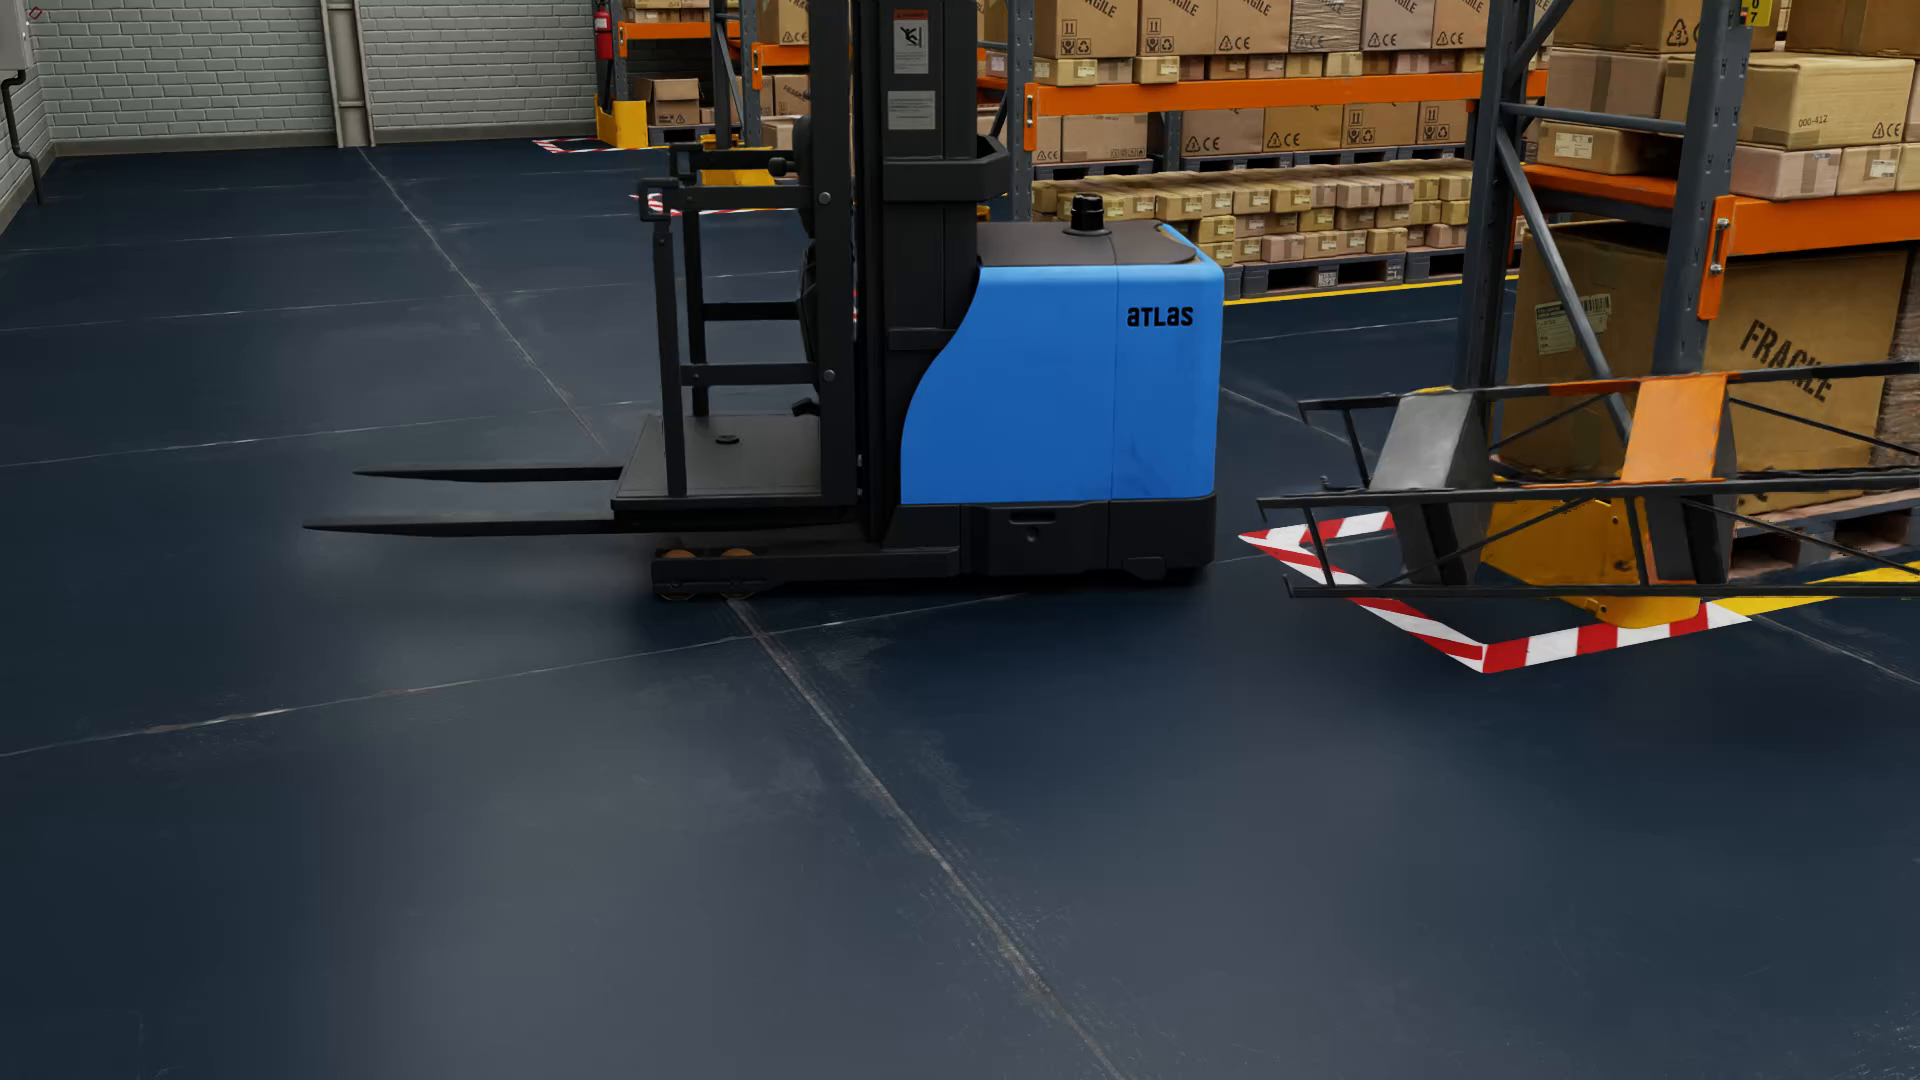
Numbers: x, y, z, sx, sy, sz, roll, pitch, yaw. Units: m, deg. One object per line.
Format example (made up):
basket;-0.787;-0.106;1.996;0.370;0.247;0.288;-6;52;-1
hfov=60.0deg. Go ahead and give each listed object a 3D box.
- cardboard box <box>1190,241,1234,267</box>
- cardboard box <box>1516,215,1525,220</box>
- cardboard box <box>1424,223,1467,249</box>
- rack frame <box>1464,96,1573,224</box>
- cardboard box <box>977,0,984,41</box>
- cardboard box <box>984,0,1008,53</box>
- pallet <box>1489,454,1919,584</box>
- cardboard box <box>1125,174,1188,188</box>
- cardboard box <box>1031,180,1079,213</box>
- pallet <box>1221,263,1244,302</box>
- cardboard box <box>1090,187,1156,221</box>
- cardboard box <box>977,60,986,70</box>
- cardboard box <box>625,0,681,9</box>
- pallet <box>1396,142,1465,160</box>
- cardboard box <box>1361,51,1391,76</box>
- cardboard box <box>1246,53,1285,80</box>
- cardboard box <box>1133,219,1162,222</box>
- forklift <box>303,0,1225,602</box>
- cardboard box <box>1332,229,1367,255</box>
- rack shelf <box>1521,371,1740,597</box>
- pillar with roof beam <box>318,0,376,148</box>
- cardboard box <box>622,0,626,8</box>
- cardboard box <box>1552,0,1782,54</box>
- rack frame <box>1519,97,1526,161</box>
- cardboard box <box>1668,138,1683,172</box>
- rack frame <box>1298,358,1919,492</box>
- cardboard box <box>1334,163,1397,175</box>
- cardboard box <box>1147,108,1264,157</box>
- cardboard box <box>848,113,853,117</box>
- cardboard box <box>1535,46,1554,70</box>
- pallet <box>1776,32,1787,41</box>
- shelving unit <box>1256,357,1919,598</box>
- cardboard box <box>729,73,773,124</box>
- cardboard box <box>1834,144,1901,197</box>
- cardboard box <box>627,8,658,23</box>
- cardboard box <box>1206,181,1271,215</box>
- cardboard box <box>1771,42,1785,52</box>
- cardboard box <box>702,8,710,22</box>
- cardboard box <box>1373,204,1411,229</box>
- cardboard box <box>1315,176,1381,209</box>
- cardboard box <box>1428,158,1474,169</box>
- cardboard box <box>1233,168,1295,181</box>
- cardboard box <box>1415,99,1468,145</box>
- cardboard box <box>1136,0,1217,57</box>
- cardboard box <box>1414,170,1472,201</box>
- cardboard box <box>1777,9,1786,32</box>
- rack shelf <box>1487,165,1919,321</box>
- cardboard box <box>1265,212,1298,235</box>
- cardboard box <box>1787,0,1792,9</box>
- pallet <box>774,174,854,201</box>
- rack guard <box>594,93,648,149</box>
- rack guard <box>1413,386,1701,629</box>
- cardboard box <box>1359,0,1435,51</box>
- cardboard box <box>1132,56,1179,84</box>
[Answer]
cardboard box;1.477;-1.777;10.212;0.250;0.149;0.380;-8;21;-21
cardboard box;3.667;-2.239;11.077;0.250;0.149;0.380;-8;21;-21
cardboard box;3.117;-2.019;10.899;0.250;0.149;0.380;-9;21;-24
rack frame;3.831;-3.384;11.116;0.127;3.000;1.000;-8;21;-22
cardboard box;0.040;-4.584;14.374;0.500;0.500;0.500;-7;21;-20
cardboard box;0.468;-3.183;9.946;0.500;0.500;0.500;-8;21;-21
pallet;2.733;-0.146;6.118;1.213;0.211;1.003;-8;21;-22
cardboard box;1.247;-2.242;10.637;0.250;0.149;0.380;-9;21;-24
cardboard box;0.543;-2.139;10.344;0.250;0.149;0.380;-8;21;-21
pallet;0.987;-1.648;10.386;1.213;0.211;1.003;-8;21;-22
cardboard box;0.979;-2.030;10.035;0.250;0.149;0.380;-8;21;-21
cardboard box;0.242;-5.684;19.804;0.250;0.149;0.380;-7;21;-19
cardboard box;-3.342;-5.914;18.080;0.500;0.250;0.500;-8;21;-22
pallet;4.696;-4.010;17.094;1.213;0.211;1.003;-8;21;-22
cardboard box;2.460;-2.984;10.358;0.250;0.149;0.380;-8;21;-23
cardboard box;1.751;-2.875;10.049;0.250;0.149;0.380;-9;21;-23
cardboard box;1.014;-1.861;10.003;0.250;0.149;0.380;-8;21;-22
forklift;-0.681;-1.363;5.479;3.031;2.935;1.130;-1;19;-4
cardboard box;2.389;-1.932;10.652;0.250;0.149;0.380;-8;21;-21
rack shelf;1.945;-0.156;4.751;0.518;0.431;0.480;-1;40;32
pillar with roof beam;-4.993;-7.304;13.217;0.400;9.000;9.100;-8;21;-22
cardboard box;-3.548;-6.078;18.546;0.500;0.250;0.500;-8;21;-20
cardboard box;2.373;-1.899;5.549;0.500;0.500;0.500;-8;21;-21
rack frame;5.450;-5.406;16.860;0.127;3.000;1.000;-8;21;-22
cardboard box;2.464;-1.395;5.847;0.250;0.149;0.380;-8;21;-21
rack frame;2.051;-0.316;4.902;2.100;0.400;0.015;-1;40;32
cardboard box;2.713;-2.428;11.166;0.250;0.149;0.380;-9;21;-23
cardboard box;2.315;-4.182;15.950;0.875;0.875;0.875;-7;21;-20
cardboard box;-0.492;-3.584;14.909;0.875;0.438;0.875;-8;21;-20
cardboard box;3.661;-3.156;10.848;0.250;0.149;0.380;-8;21;-23
pallet;5.702;-3.547;11.867;1.213;0.211;1.003;-8;21;-22
shelving unit;1.956;-0.156;4.744;2.100;0.431;0.503;-1;40;32
cardboard box;-2.466;-5.038;18.946;0.500;0.500;0.700;-7;21;-20
cardboard box;2.721;-1.194;5.274;0.250;0.149;0.380;-8;21;-23
cardboard box;-3.455;-5.708;18.096;0.250;0.149;0.380;-8;21;-22
cardboard box;1.714;-2.115;10.278;0.250;0.149;0.380;-7;21;-20
cardboard box;2.835;-1.613;5.863;0.500;0.250;0.500;-9;21;-23
cardboard box;-2.756;-5.815;18.400;0.250;0.149;0.380;-7;21;-20
cardboard box;2.689;-2.117;10.729;0.250;0.149;0.380;-8;21;-21
cardboard box;2.438;-2.198;10.512;0.250;0.149;0.380;-9;21;-24
cardboard box;3.432;-2.536;11.472;0.250;0.149;0.380;-7;21;-20
cardboard box;1.987;-2.338;10.910;0.250;0.149;0.380;-8;21;-22
cardboard box;4.783;-4.537;16.957;0.875;0.875;0.875;-8;21;-22
cardboard box;1.161;-3.098;9.706;0.500;0.500;0.500;-8;21;-22
cardboard box;3.162;-2.311;10.834;0.250;0.149;0.380;-8;21;-22
cardboard box;5.322;-3.511;11.224;0.250;0.149;0.380;-9;21;-24
rack shelf;3.866;-1.256;6.155;4.000;0.370;1.077;-8;21;-22
cardboard box;1.921;-2.033;10.491;0.250;0.149;0.380;-7;21;-19
cardboard box;5.577;-3.689;11.282;0.250;0.149;0.380;-9;21;-23
pallet;-1.193;-3.168;14.701;1.213;0.211;1.003;-8;21;-22
rack guard;-3.796;-4.698;18.612;0.348;0.500;1.175;-8;21;-22
rack guard;2.008;-0.150;5.694;0.348;0.500;1.175;-8;21;-22
cardboard box;2.564;-3.289;10.247;0.500;0.500;0.500;-8;21;-22
cardboard box;1.071;-2.747;9.686;0.250;0.149;0.380;-9;21;-23
